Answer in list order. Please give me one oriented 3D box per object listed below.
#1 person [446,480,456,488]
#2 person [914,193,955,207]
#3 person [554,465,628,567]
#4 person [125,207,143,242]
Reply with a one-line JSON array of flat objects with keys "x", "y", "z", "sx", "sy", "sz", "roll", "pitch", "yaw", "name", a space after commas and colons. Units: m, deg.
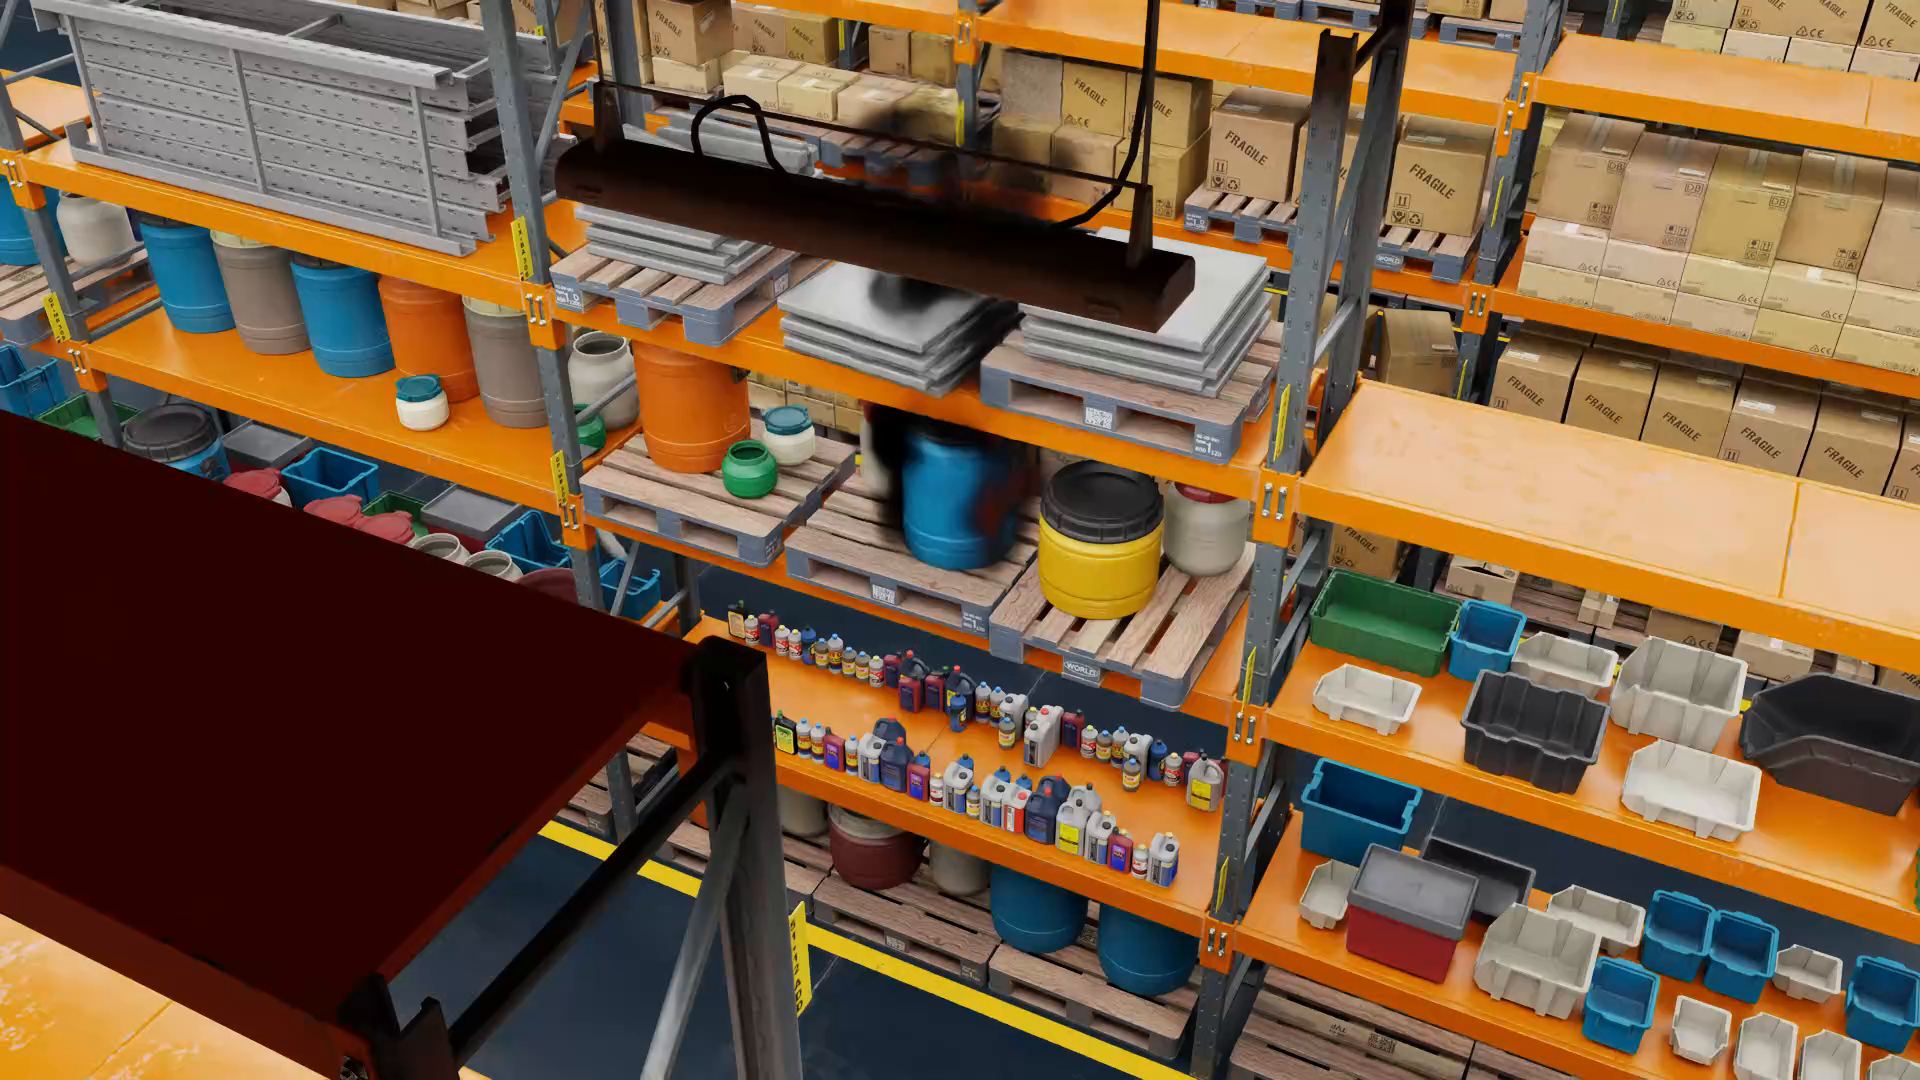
[{"x": -3.874, "y": -0.447, "z": 13.120, "sx": 0.699, "sy": 1.631, "sz": 0.504, "roll": 10, "pitch": 36, "yaw": 14, "name": "person"}, {"x": -0.271, "y": -3.007, "z": 16.647, "sx": 0.826, "sy": 1.735, "sz": 0.715, "roll": 10, "pitch": 36, "yaw": 14, "name": "person"}, {"x": -3.021, "y": -0.529, "z": 13.059, "sx": 0.896, "sy": 1.813, "sz": 0.649, "roll": 13, "pitch": 37, "yaw": 18, "name": "person"}, {"x": -9.030, "y": -3.572, "z": 17.569, "sx": 0.685, "sy": 1.649, "sz": 0.601, "roll": -18, "pitch": 39, "yaw": -24, "name": "person"}]
